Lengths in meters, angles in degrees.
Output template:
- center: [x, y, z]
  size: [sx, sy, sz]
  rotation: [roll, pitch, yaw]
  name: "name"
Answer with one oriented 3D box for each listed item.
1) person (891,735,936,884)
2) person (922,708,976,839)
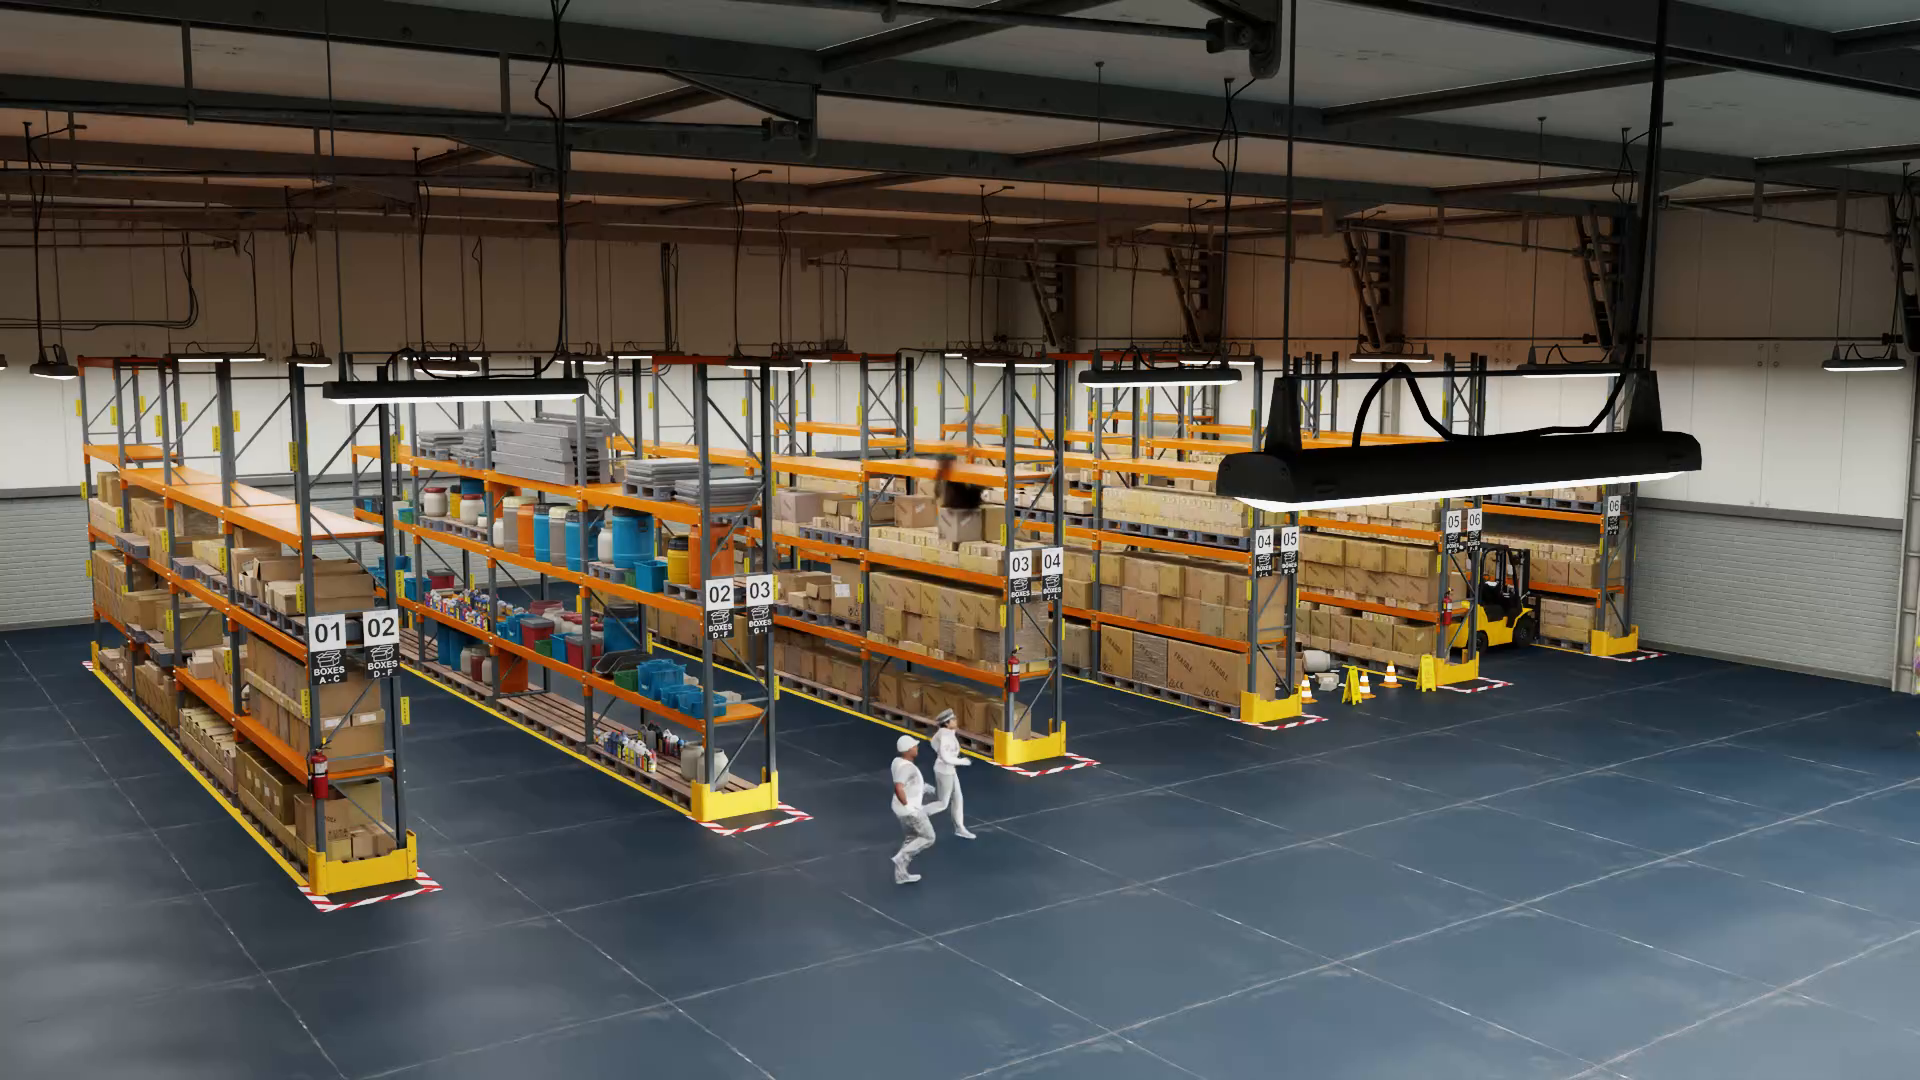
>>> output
- center: [-0.554, 3.132, 19.335]
  size: [0.595, 1.746, 0.692]
  rotation: [-2, 7, -18]
  name: "person"
- center: [-0.234, 2.959, 21.046]
  size: [0.883, 1.706, 0.626]
  rotation: [0, 7, -2]
  name: "person"
